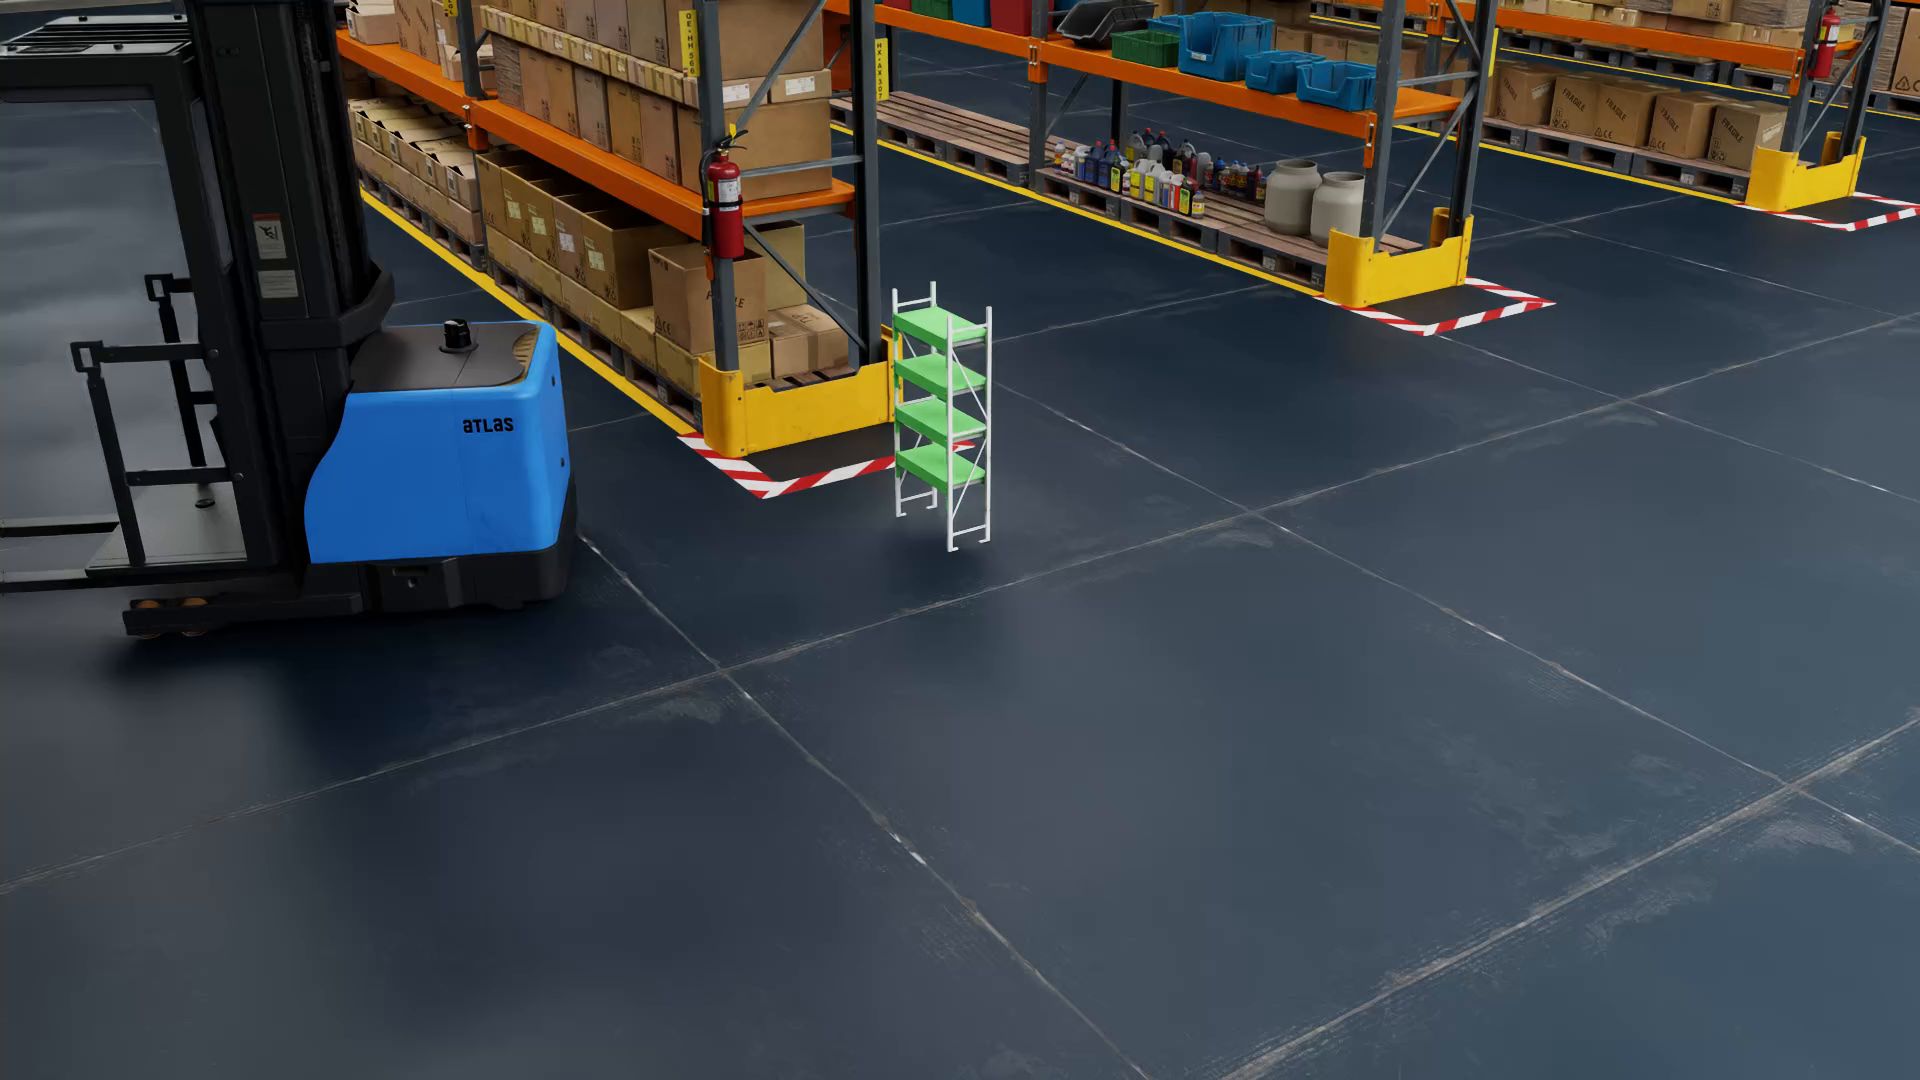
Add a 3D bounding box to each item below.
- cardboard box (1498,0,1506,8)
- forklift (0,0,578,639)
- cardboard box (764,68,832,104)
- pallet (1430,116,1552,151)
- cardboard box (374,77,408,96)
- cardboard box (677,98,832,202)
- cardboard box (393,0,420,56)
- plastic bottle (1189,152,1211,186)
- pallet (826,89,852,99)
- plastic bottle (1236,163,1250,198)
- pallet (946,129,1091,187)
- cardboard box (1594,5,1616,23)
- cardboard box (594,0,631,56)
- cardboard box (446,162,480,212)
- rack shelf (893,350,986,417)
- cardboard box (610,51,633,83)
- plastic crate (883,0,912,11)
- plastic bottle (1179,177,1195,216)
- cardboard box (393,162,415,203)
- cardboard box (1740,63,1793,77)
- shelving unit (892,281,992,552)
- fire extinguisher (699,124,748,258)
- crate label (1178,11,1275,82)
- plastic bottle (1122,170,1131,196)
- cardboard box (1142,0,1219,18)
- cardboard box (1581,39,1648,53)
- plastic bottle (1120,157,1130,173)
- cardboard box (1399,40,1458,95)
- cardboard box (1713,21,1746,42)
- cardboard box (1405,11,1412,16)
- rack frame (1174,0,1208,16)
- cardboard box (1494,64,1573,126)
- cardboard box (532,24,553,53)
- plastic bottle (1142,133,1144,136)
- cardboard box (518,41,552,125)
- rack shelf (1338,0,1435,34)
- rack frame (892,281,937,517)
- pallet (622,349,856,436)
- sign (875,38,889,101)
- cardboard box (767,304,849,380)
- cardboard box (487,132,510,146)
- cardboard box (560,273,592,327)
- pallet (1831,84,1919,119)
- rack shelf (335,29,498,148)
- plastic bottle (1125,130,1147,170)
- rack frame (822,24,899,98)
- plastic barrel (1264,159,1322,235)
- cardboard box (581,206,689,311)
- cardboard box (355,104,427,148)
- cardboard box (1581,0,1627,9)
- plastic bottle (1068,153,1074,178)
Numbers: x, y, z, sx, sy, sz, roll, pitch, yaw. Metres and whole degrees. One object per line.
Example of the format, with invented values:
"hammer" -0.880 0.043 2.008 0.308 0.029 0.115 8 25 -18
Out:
"cardboard box" 5.365 -5.308 16.274 0.380 0.149 0.250 -16 29 -30
"forklift" -3.366 -1.130 7.209 3.031 2.935 1.130 -3 25 -7
"cardboard box" -0.938 -2.535 9.229 0.380 0.149 0.250 -16 30 -30
"pallet" 5.610 -4.251 17.007 1.003 0.211 1.213 -16 29 -30
"cardboard box" -5.281 -4.165 15.972 0.500 0.500 0.500 -14 29 -27
"cardboard box" -1.149 -2.221 9.324 0.700 0.500 0.500 -16 29 -30
"cardboard box" -4.342 -4.316 13.762 0.500 0.500 0.500 -17 30 -32
"plastic bottle" 2.024 -3.150 14.085 0.152 0.276 0.135 -15 29 -29
"pallet" -1.585 -5.032 18.661 1.003 0.211 1.213 -16 29 -30
"plastic bottle" 2.332 -2.968 13.703 0.097 0.271 0.097 0 25 0
"pallet" 0.603 -3.600 15.629 1.003 0.211 1.213 -16 29 -30
"cardboard box" 6.084 -4.871 15.349 0.380 0.149 0.250 -16 29 -30
"cardboard box" -1.745 -3.194 9.864 0.700 0.500 0.500 -15 29 -29
"cardboard box" -3.549 -2.715 12.559 0.500 0.311 0.500 -16 29 -30
"rack shelf" -0.090 -0.761 8.044 0.258 0.148 0.480 -16 29 -30
"cardboard box" -1.836 -2.806 9.803 0.380 0.149 0.250 -15 29 -28
"plastic crate" -0.494 -5.400 16.100 0.402 0.464 0.583 -16 29 -30
"plastic bottle" 1.799 -2.722 13.168 0.061 0.283 0.133 -15 29 -28
"cardboard box" -4.388 -3.010 13.842 0.500 0.250 0.500 -15 29 -29
"cardboard box" 9.710 -5.851 19.128 0.875 0.875 0.875 -15 29 -29
"shelving unit" -0.090 -0.602 8.119 0.258 1.200 0.503 -16 29 -30
"fire extinguisher" -1.229 -1.820 8.683 0.296 0.674 0.183 -16 29 -30
"crate label" 2.016 -3.770 12.681 0.502 0.435 0.616 -16 29 -30
"plastic bottle" 1.395 -2.963 13.776 0.097 0.201 0.097 0 25 0
"cardboard box" 2.671 -6.655 20.831 1.225 0.875 0.875 -17 30 -32
"cardboard box" 8.487 -6.583 20.825 1.050 0.750 0.750 -16 29 -30
"plastic bottle" 1.372 -3.058 13.894 0.097 0.271 0.097 0 25 0
"cardboard box" 4.897 -5.037 17.819 0.700 0.500 0.500 -18 31 -33
"cardboard box" 6.754 -4.420 14.394 0.380 0.149 0.250 -16 29 -30
"cardboard box" 6.383 -7.715 23.515 0.500 0.500 0.500 -14 29 -28
"rack frame" 3.030 -7.174 19.934 1.000 3.000 0.127 -16 29 -30
"cardboard box" 5.718 -4.448 16.594 0.500 0.500 0.500 -6 26 -13
"cardboard box" -2.545 -3.269 10.783 0.380 0.149 0.250 -17 30 -31
"plastic bottle" 1.603 -3.465 14.743 0.061 0.283 0.133 -14 29 -27
"cardboard box" -2.547 -3.137 11.265 0.700 0.500 0.500 -16 30 -30
"rack shelf" 4.122 -6.134 18.572 1.077 0.370 4.000 -16 29 -30
"rack frame" -0.224 -0.689 8.304 0.240 1.200 0.015 -16 29 -30
"pallet" -1.357 -1.009 10.139 1.003 0.211 1.213 -16 29 -30
"sign" -0.436 -2.560 9.053 0.100 0.325 0.005 -16 29 -30
"cardboard box" -1.011 -1.196 9.999 0.500 0.250 0.500 -16 29 -30
"cardboard box" -3.657 -3.208 13.603 0.500 0.311 0.500 -17 30 -31
"cardboard box" -2.274 -1.609 10.874 0.500 0.250 0.500 -16 29 -30
"pallet" 10.445 -4.876 18.331 1.003 0.211 1.213 -16 29 -30
"rack shelf" -4.180 -3.827 13.685 1.077 0.370 4.000 -16 29 -30
"plastic bottle" 1.536 -3.394 14.513 0.144 0.351 0.185 -16 29 -30
"rack frame" -1.119 -6.020 17.489 1.000 3.000 0.127 -16 29 -30
"plastic barrel" 2.551 -2.621 12.710 0.421 0.512 0.421 0 25 0
"cardboard box" -2.005 -1.768 10.332 0.500 0.500 0.500 -16 29 -30
"cardboard box" -4.938 -3.626 14.489 0.500 0.311 0.500 -16 30 -31
"cardboard box" 6.247 -5.217 15.323 0.875 0.500 0.500 -16 29 -30
"plastic bottle" 0.982 -3.234 14.350 0.097 0.201 0.097 0 25 0
